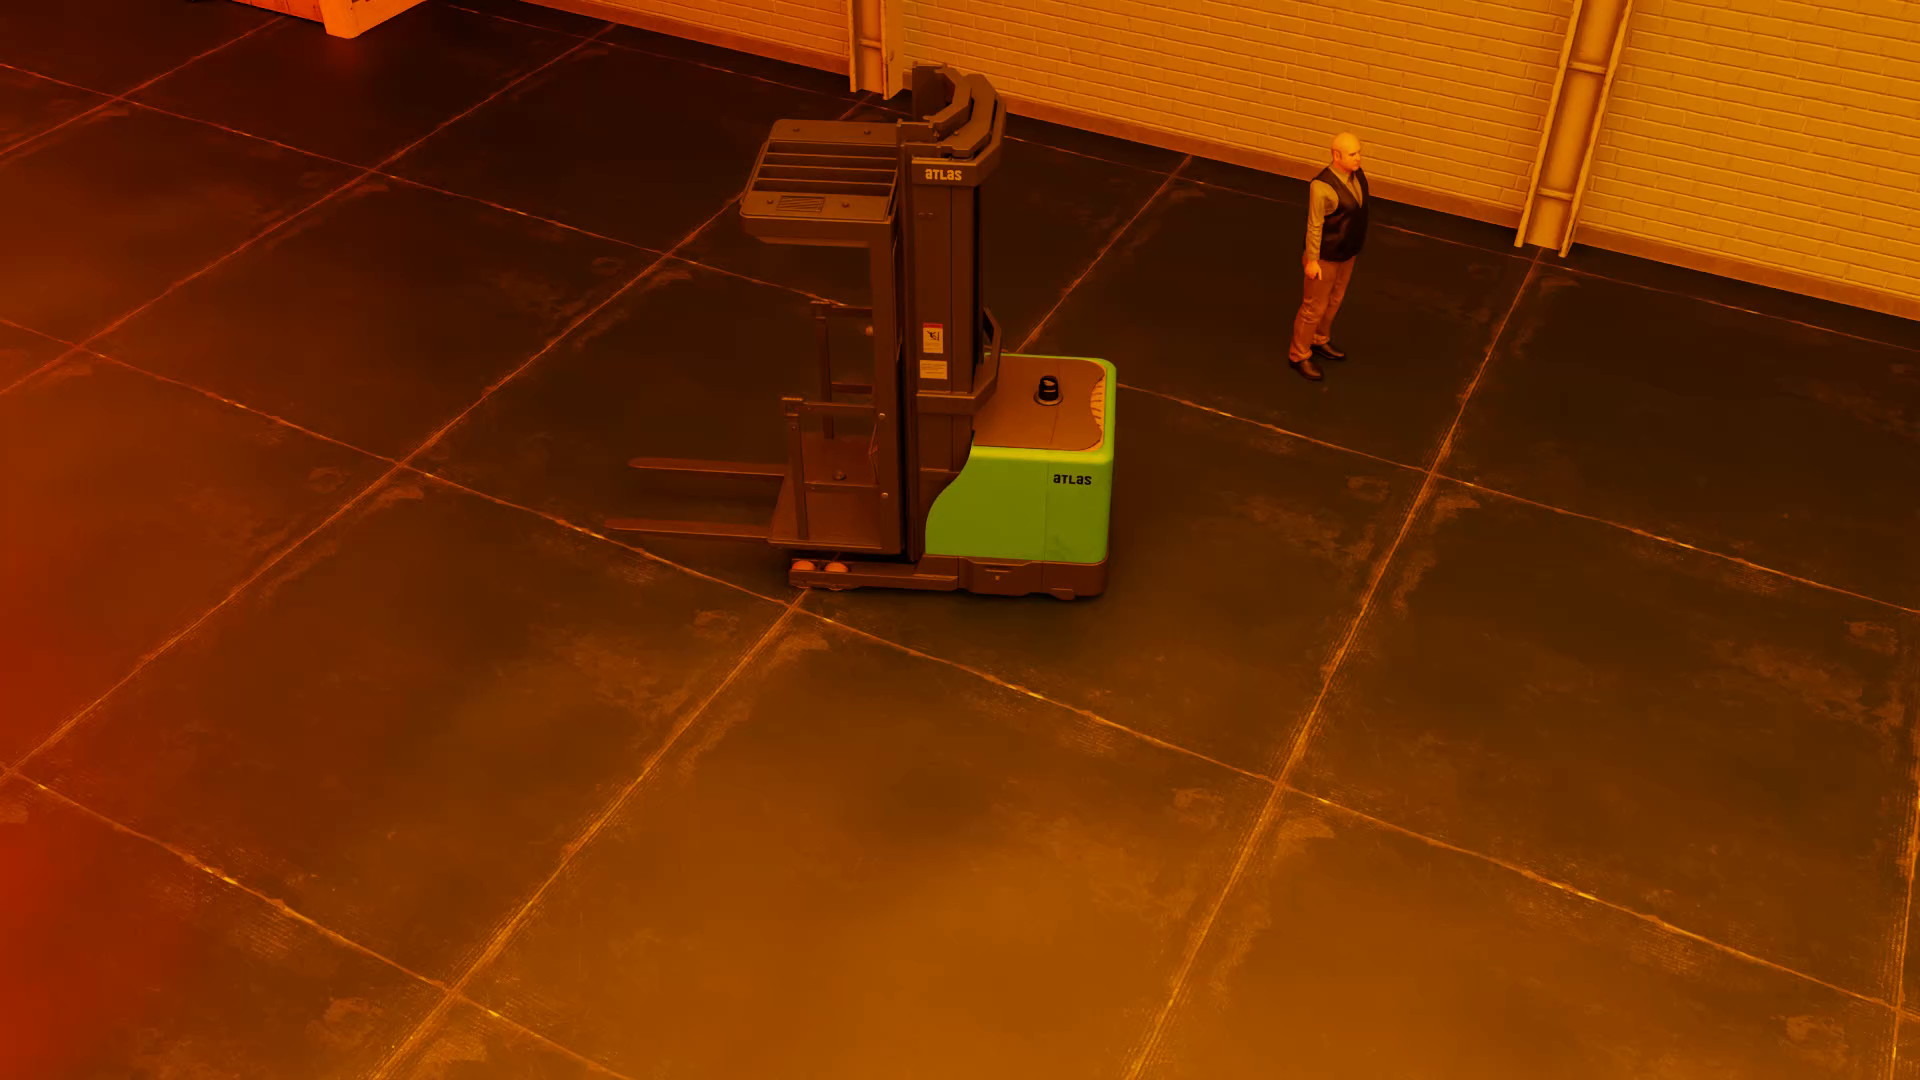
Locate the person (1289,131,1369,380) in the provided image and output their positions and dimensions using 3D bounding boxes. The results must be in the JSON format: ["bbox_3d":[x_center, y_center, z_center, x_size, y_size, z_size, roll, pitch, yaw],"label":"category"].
[{"bbox_3d":[2.514,-1.944,11.235,0.375,1.724,0.525,30,49,31],"label":"person"}]

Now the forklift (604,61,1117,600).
[{"bbox_3d":[-0.606,-1.157,9.360,3.031,2.935,1.130,3,40,4],"label":"forklift"}]
